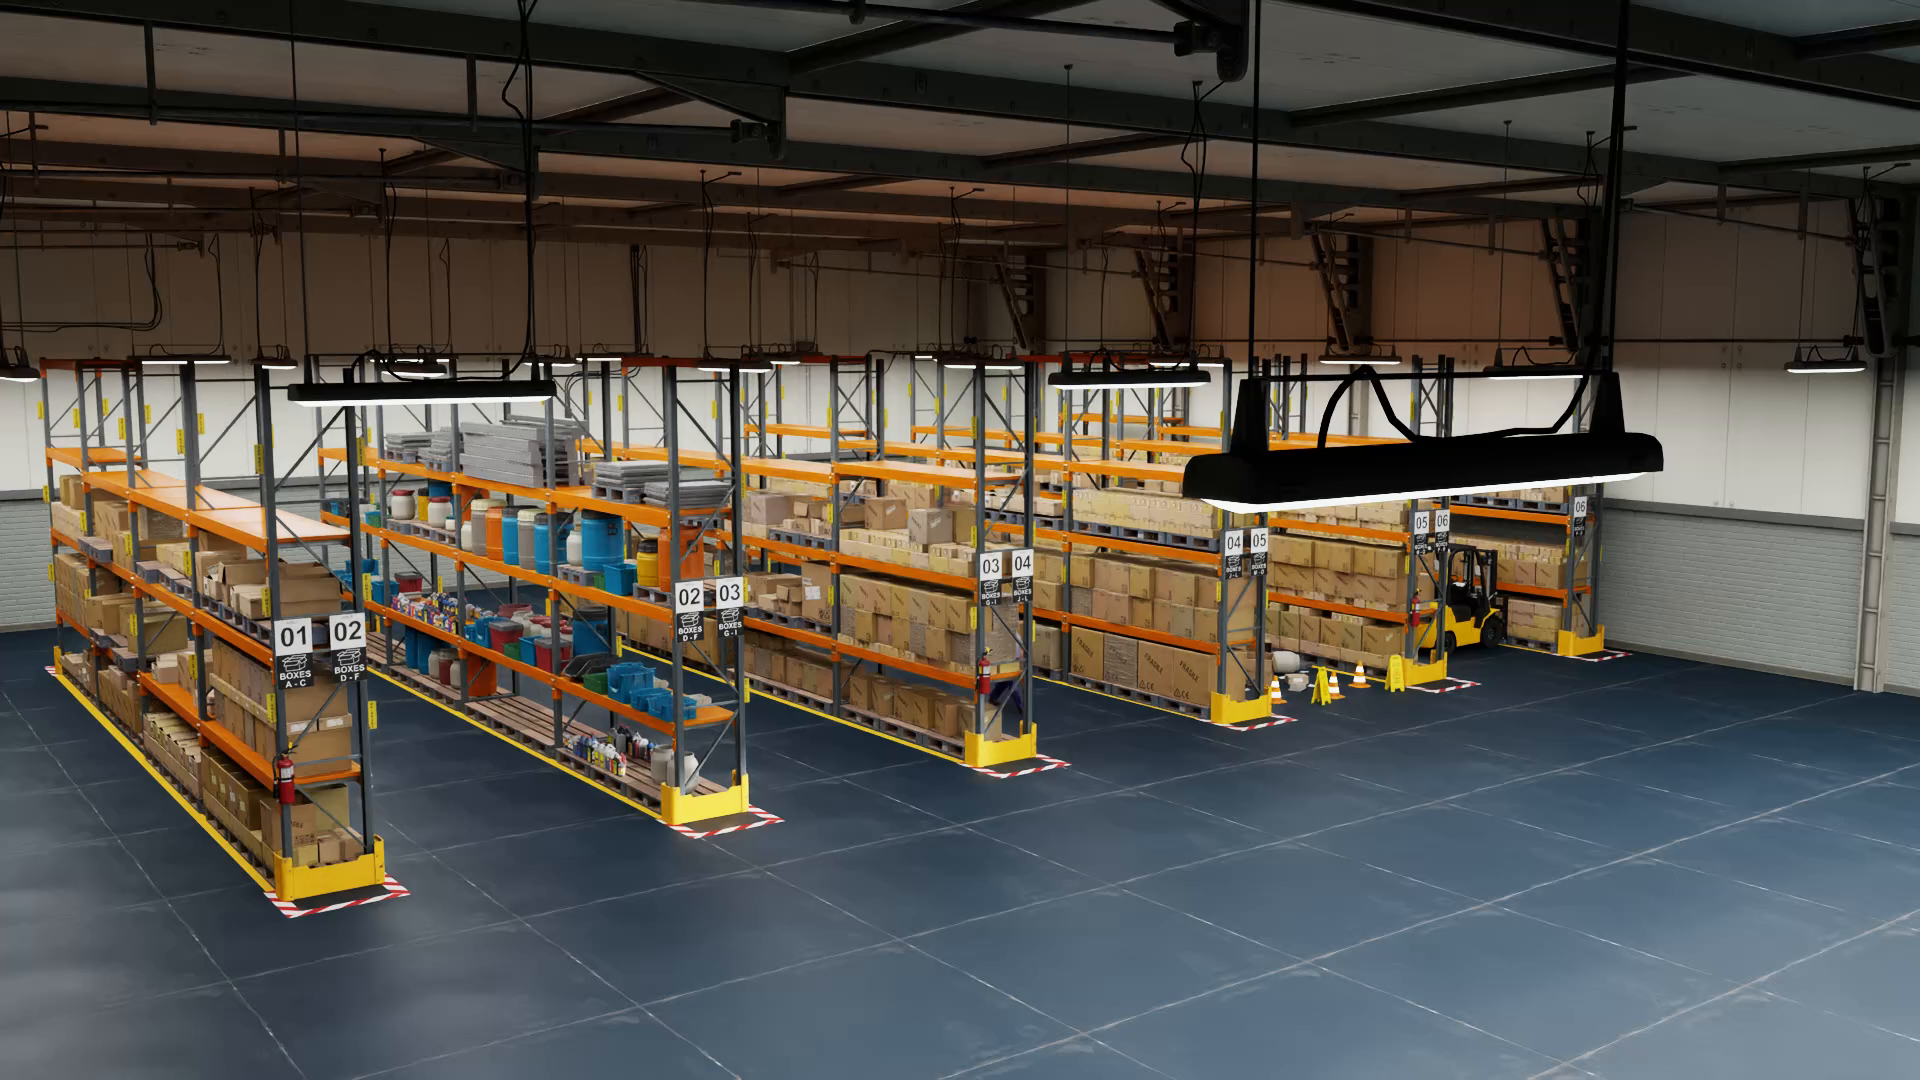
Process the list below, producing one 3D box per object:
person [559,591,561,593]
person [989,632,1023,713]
[{"bbox_3d":[-9.371,0.705,40.094,1.078,1.599,0.486,4,8,28],"label":"person"},{"bbox_3d":[0.898,2.121,28.466,1.059,1.573,0.469,5,9,38],"label":"person"}]
